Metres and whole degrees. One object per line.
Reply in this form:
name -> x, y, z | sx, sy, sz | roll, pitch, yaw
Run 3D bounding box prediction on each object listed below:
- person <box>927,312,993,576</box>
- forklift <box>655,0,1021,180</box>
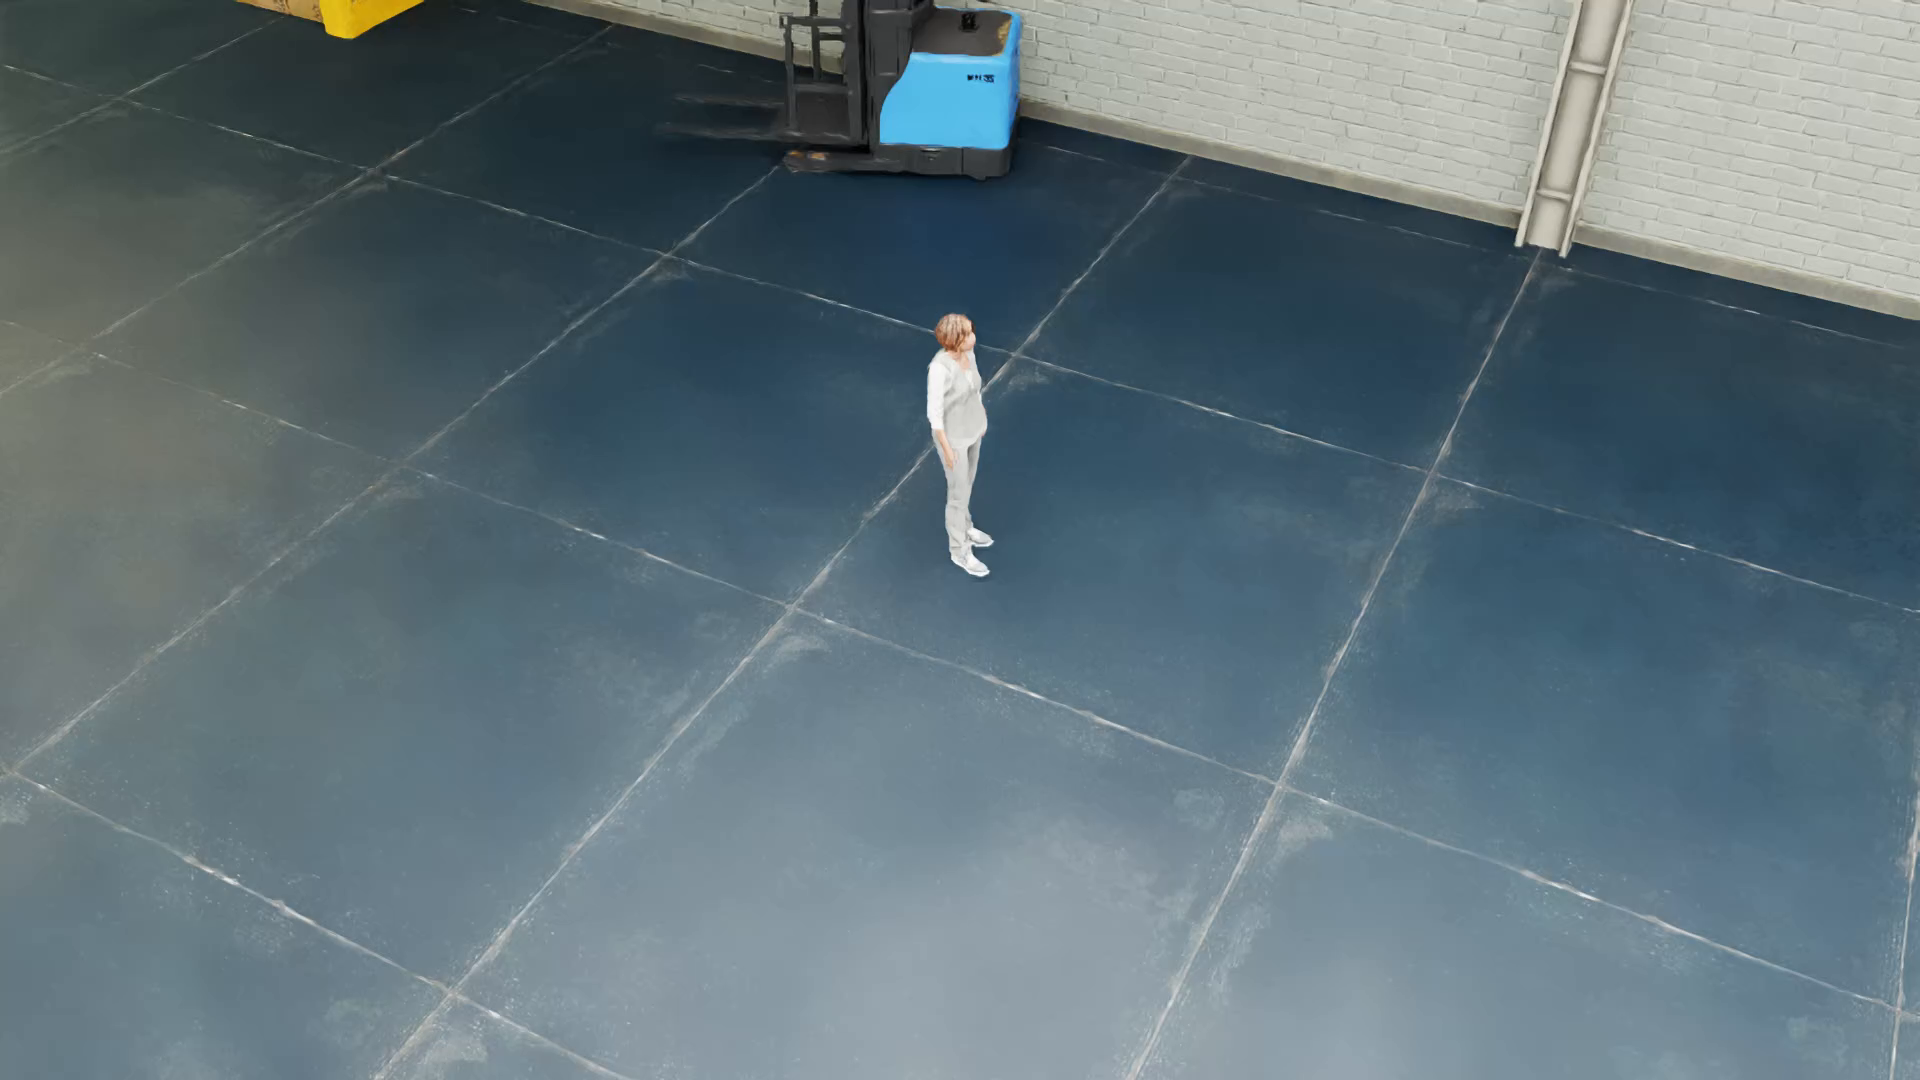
person -> 0.059, -0.586, 9.707 | 0.474, 1.597, 0.521 | 18, 43, 21
forklift -> -1.038, -4.520, 13.353 | 3.031, 2.935, 1.130 | 5, 40, 6
